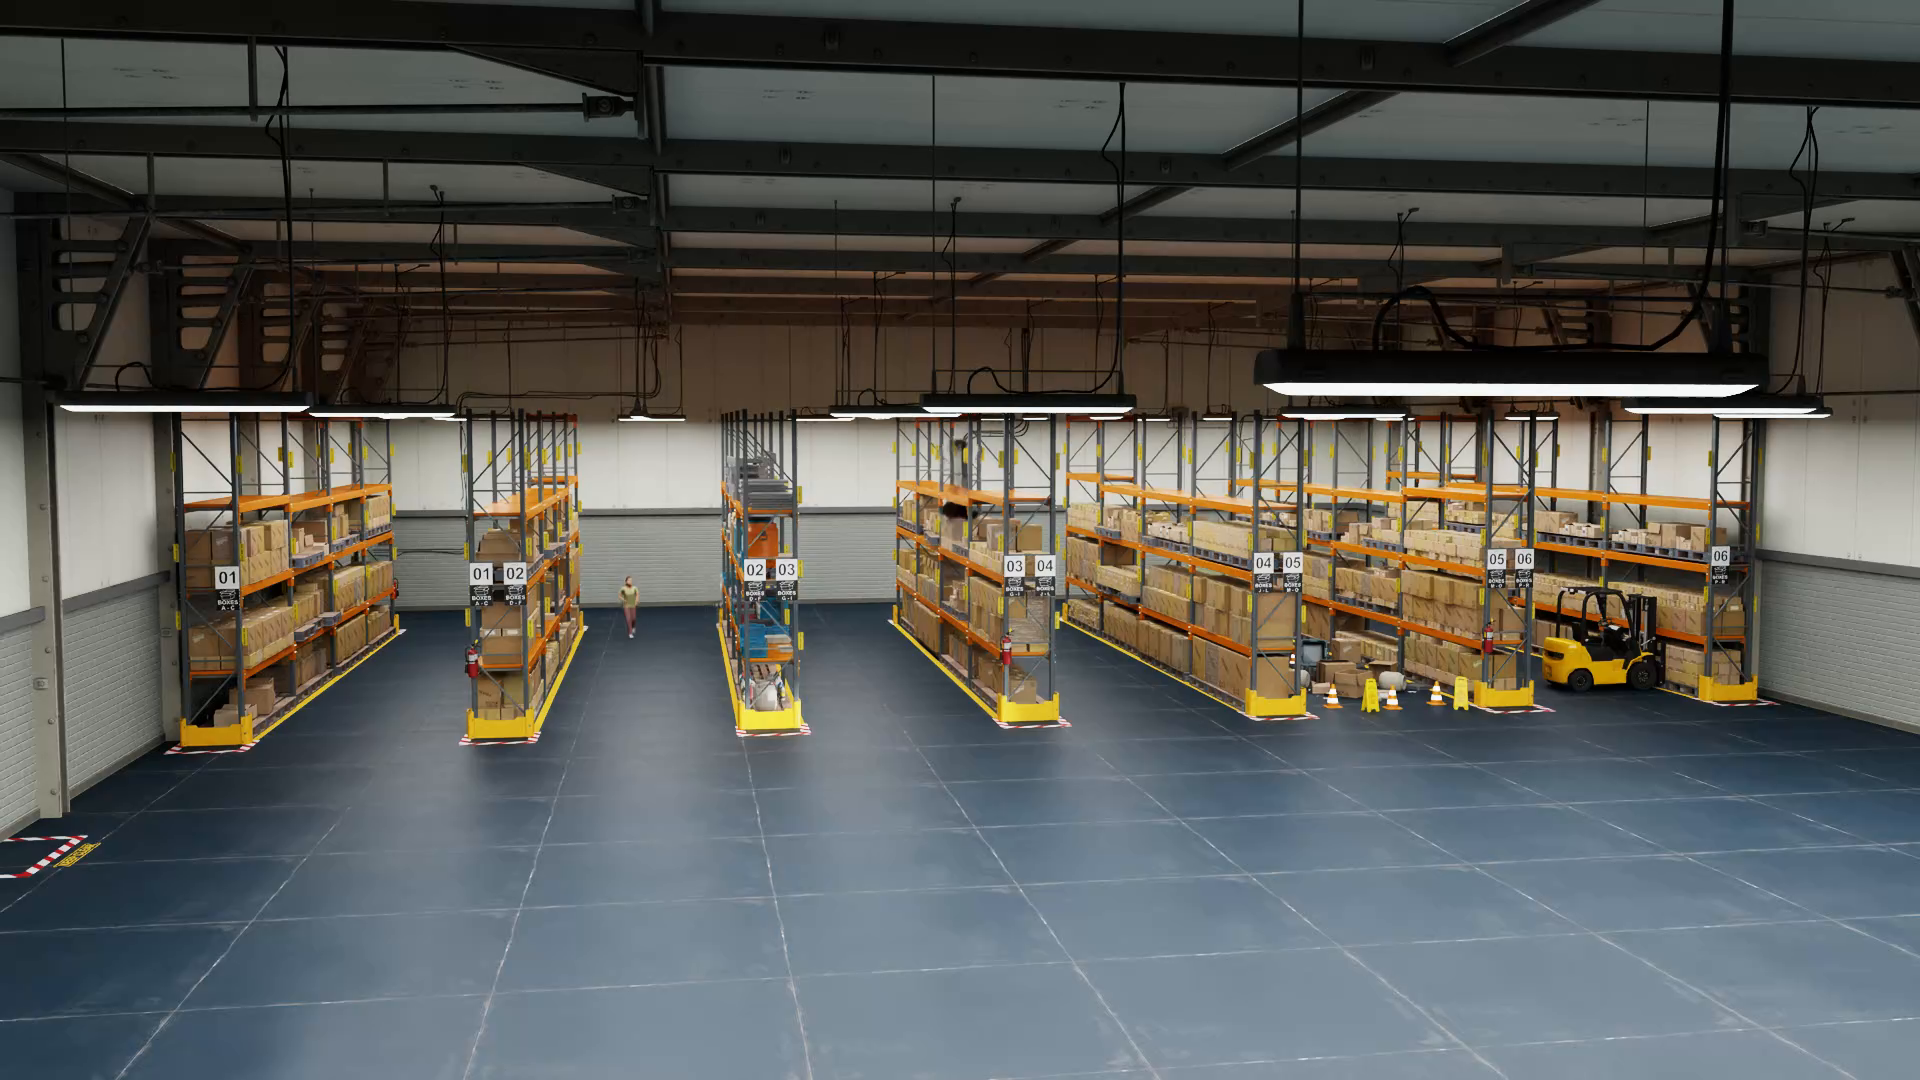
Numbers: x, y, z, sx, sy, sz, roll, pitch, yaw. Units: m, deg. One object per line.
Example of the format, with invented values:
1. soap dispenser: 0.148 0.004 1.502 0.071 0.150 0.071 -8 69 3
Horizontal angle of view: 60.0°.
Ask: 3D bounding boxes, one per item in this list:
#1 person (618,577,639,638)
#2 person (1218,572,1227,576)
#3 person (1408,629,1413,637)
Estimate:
1. person: -8.869 1.803 44.569 0.568 1.640 0.563 -1 4 -20
2. person: 8.058 1.341 50.509 0.678 1.736 0.710 -1 4 -20
3. person: 11.442 1.997 41.674 0.537 1.586 0.881 -1 4 -19
